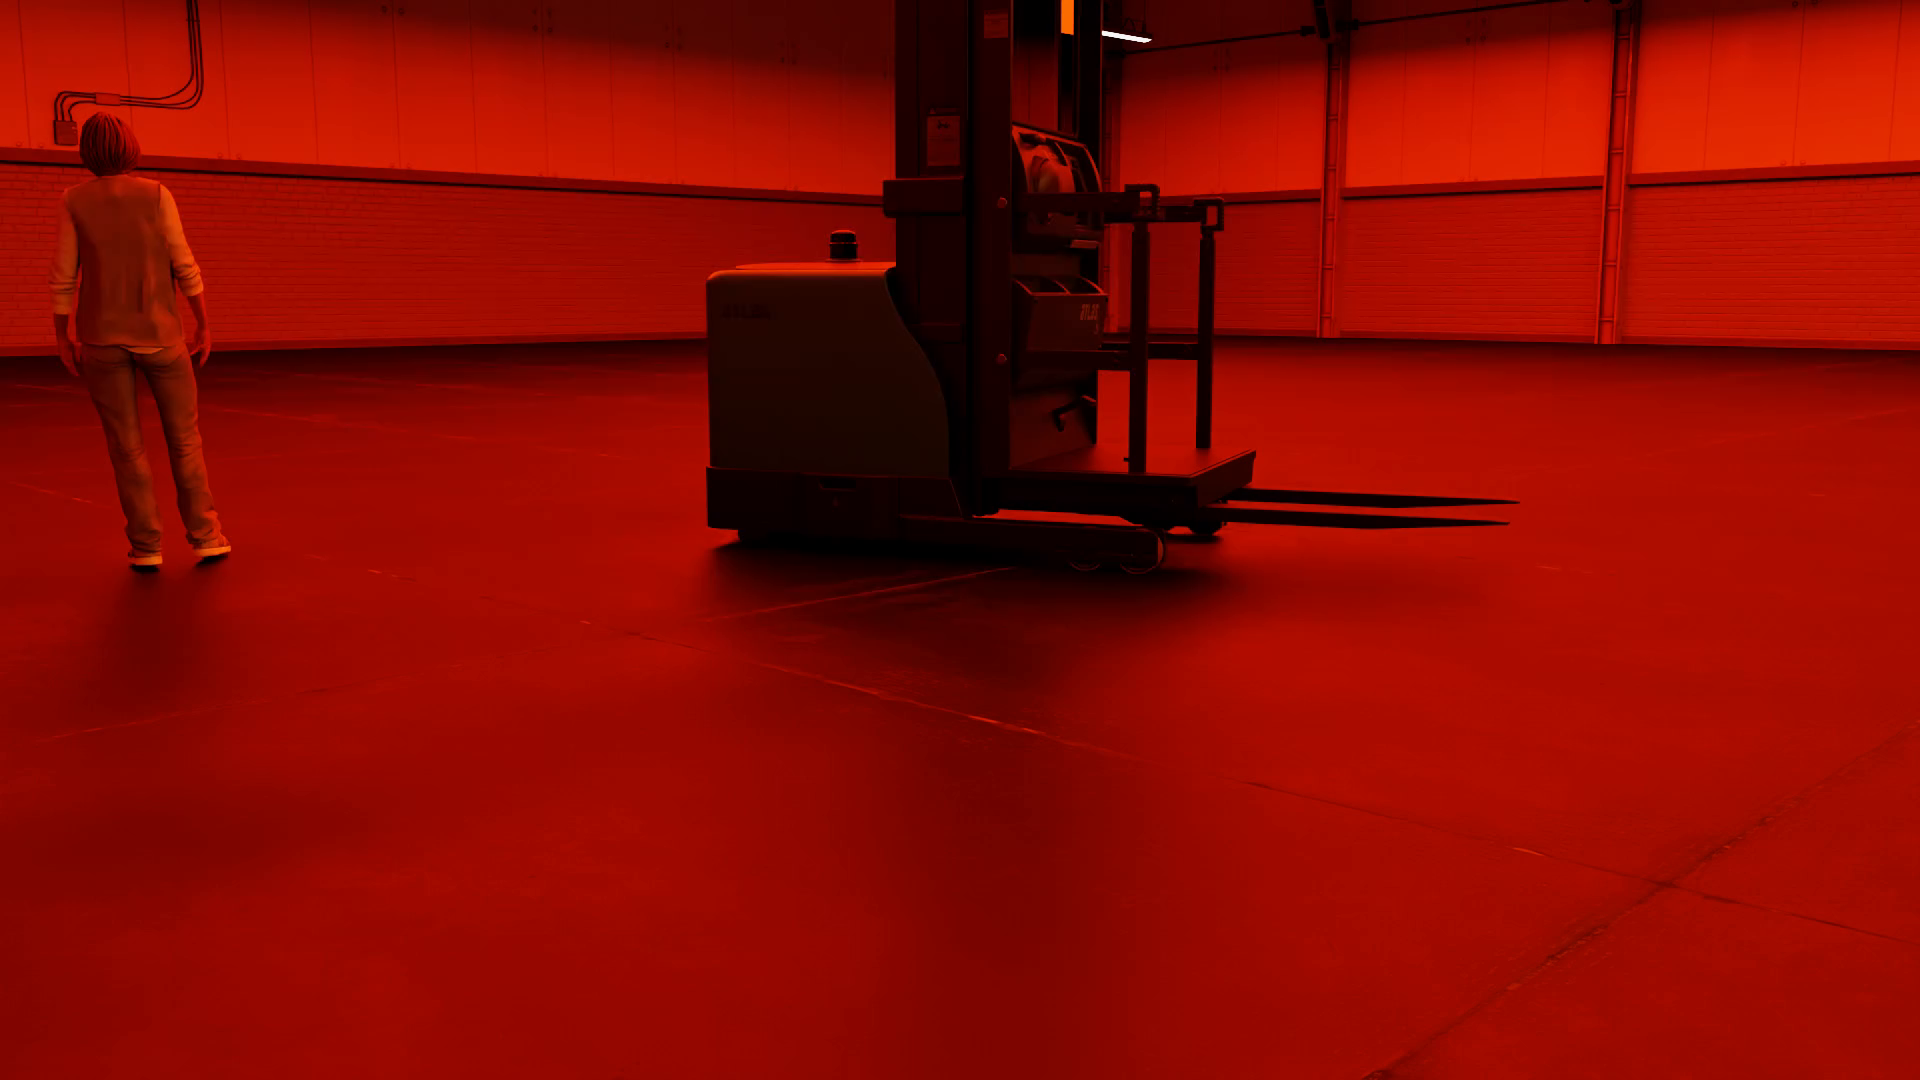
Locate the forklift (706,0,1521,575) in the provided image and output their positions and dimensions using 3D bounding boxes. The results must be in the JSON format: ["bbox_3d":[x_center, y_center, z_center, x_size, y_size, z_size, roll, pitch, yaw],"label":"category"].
[{"bbox_3d":[0.565,-1.416,6.275,3.031,2.935,1.130,3,9,22],"label":"forklift"}]

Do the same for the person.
[{"bbox_3d":[-2.954,-0.703,5.971,0.519,1.600,0.473,-4,9,-23],"label":"person"}]
